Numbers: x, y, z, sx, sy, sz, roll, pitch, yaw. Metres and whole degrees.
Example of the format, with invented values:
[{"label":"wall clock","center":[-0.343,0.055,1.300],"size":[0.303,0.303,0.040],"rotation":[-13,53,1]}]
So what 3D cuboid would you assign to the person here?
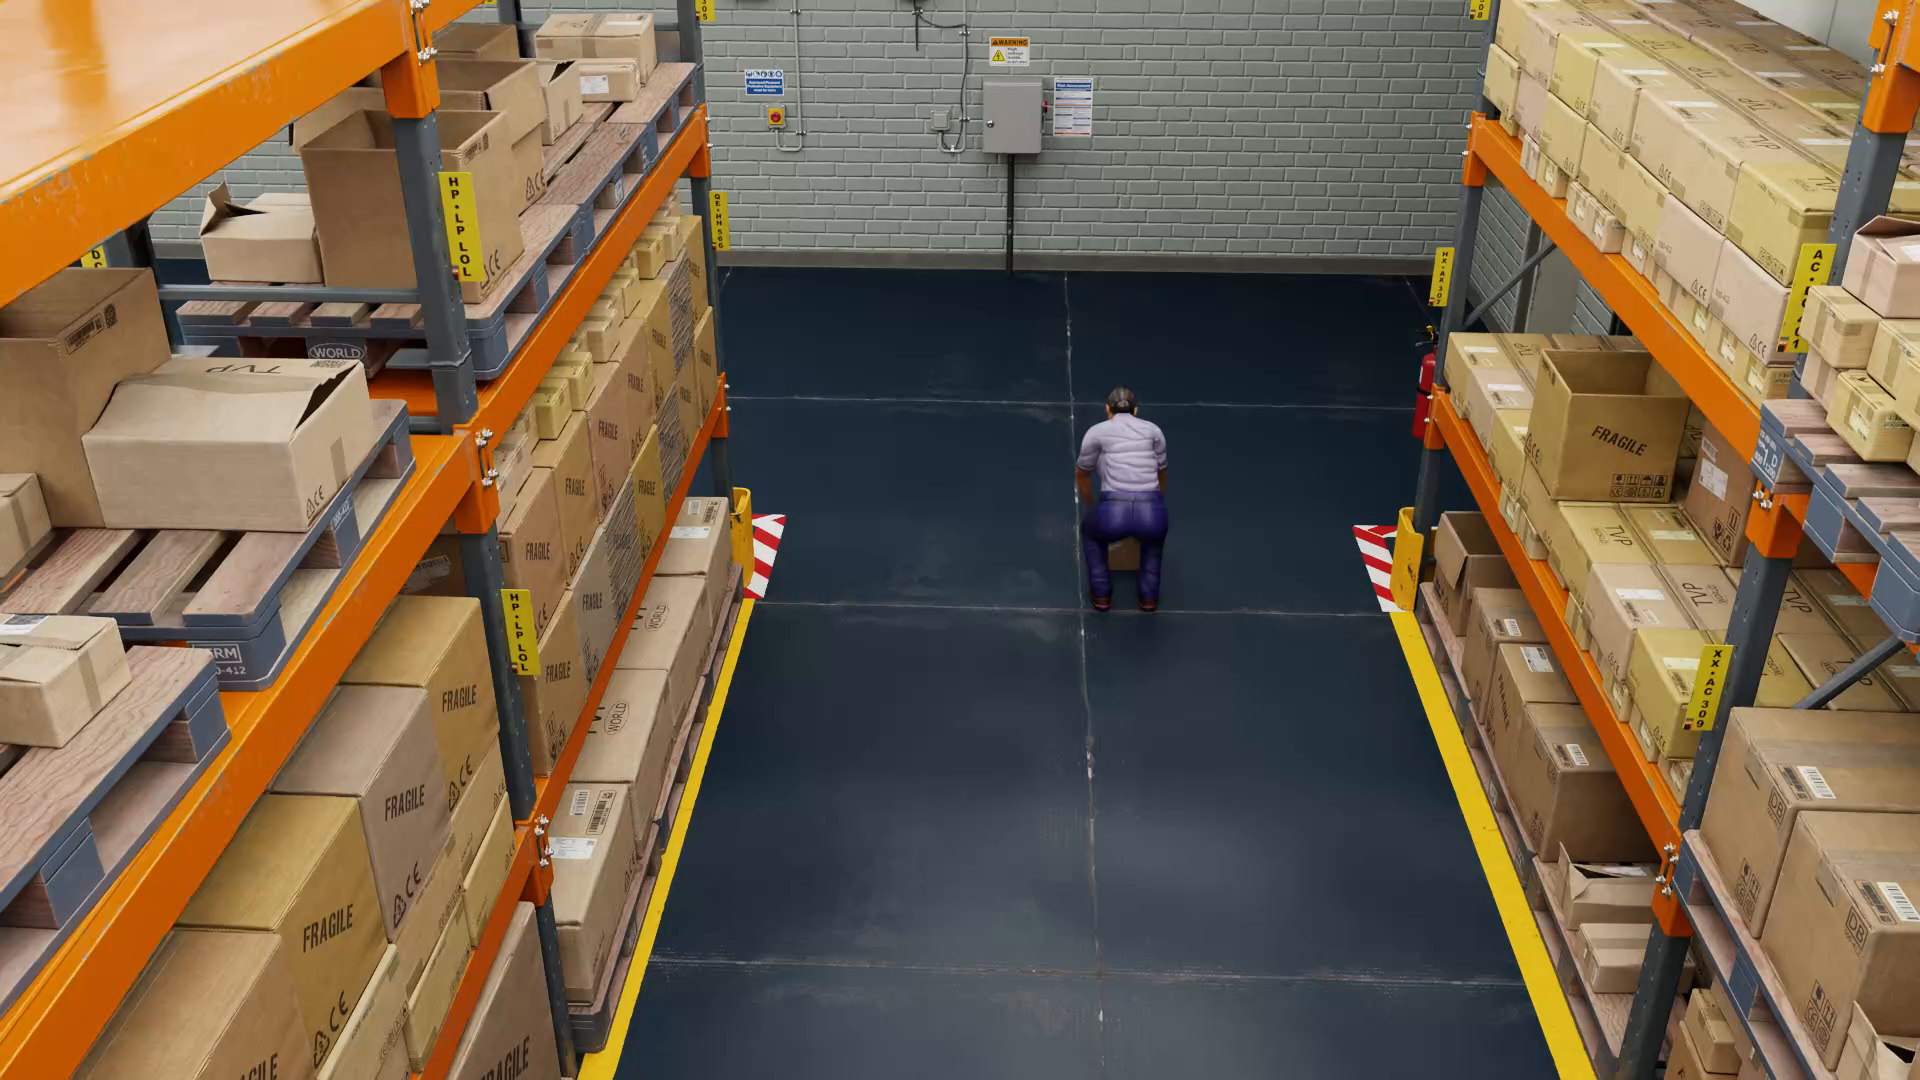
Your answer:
[{"label":"person","center":[0.928,-0.203,9.503],"size":[0.539,1.198,0.742],"rotation":[1,28,2]}]
